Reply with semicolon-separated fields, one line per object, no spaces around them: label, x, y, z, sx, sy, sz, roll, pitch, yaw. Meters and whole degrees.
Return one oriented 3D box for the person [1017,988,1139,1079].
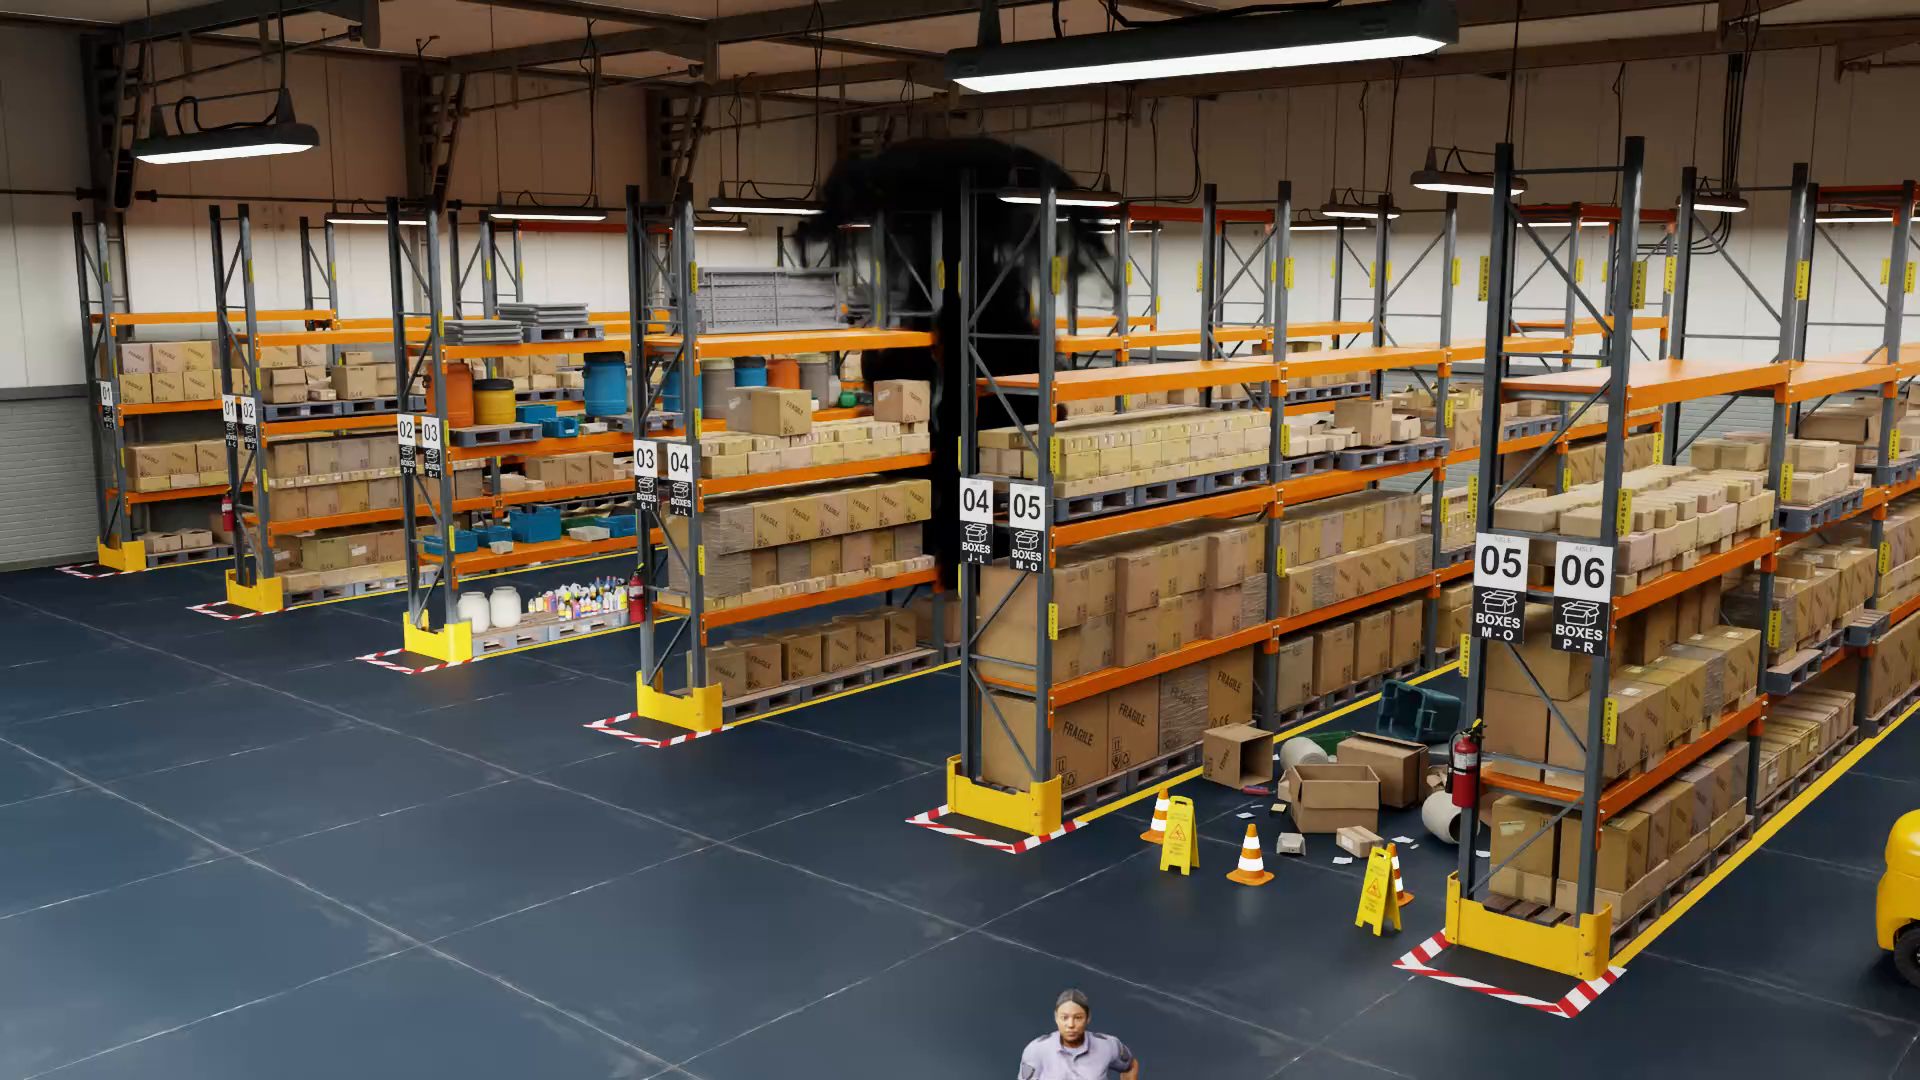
person;0.564;3.039;8.211;0.576;1.670;0.708;2;10;12

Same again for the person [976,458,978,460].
person;0.498;-1.513;35.075;0.711;1.767;0.881;4;10;24
